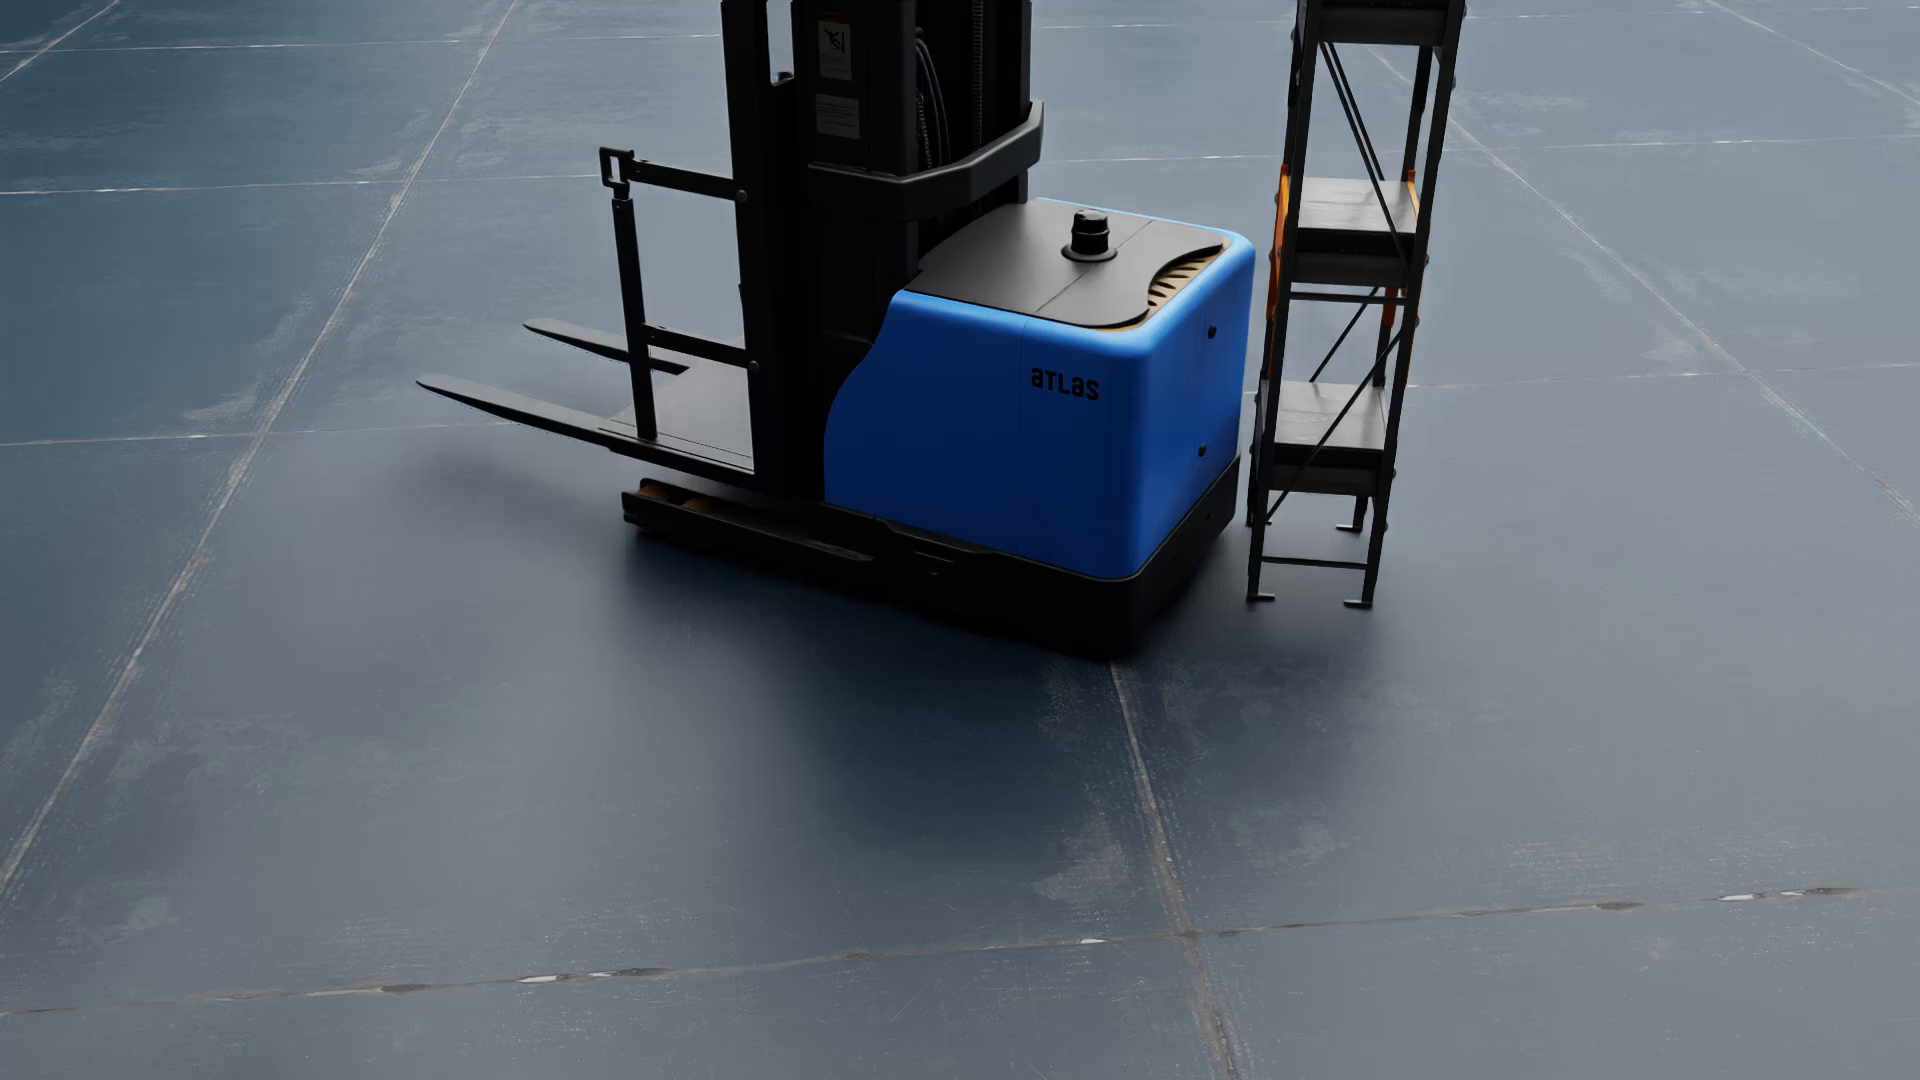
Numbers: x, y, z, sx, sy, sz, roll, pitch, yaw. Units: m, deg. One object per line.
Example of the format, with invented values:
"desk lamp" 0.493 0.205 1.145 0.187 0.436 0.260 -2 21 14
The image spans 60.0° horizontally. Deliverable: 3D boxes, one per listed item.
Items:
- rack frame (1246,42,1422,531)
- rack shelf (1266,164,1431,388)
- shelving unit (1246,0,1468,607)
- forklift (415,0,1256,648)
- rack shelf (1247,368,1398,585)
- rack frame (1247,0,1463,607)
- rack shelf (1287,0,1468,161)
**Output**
"rack frame" 1.206 -0.951 5.295 0.400 2.100 0.015 4 31 7
"rack shelf" 1.172 -0.816 5.095 0.431 0.518 0.480 4 31 7
"shelving unit" 1.172 -0.828 5.088 0.431 2.100 0.503 4 31 7
"forklift" -0.588 -1.454 5.327 3.031 2.935 1.130 16 34 24
"rack shelf" 1.172 -0.215 5.453 0.431 0.518 0.480 4 31 7
"rack frame" 1.137 -0.704 4.880 0.400 2.100 0.015 4 31 7
"rack shelf" 1.172 -1.417 4.736 0.431 0.518 0.480 4 31 7
